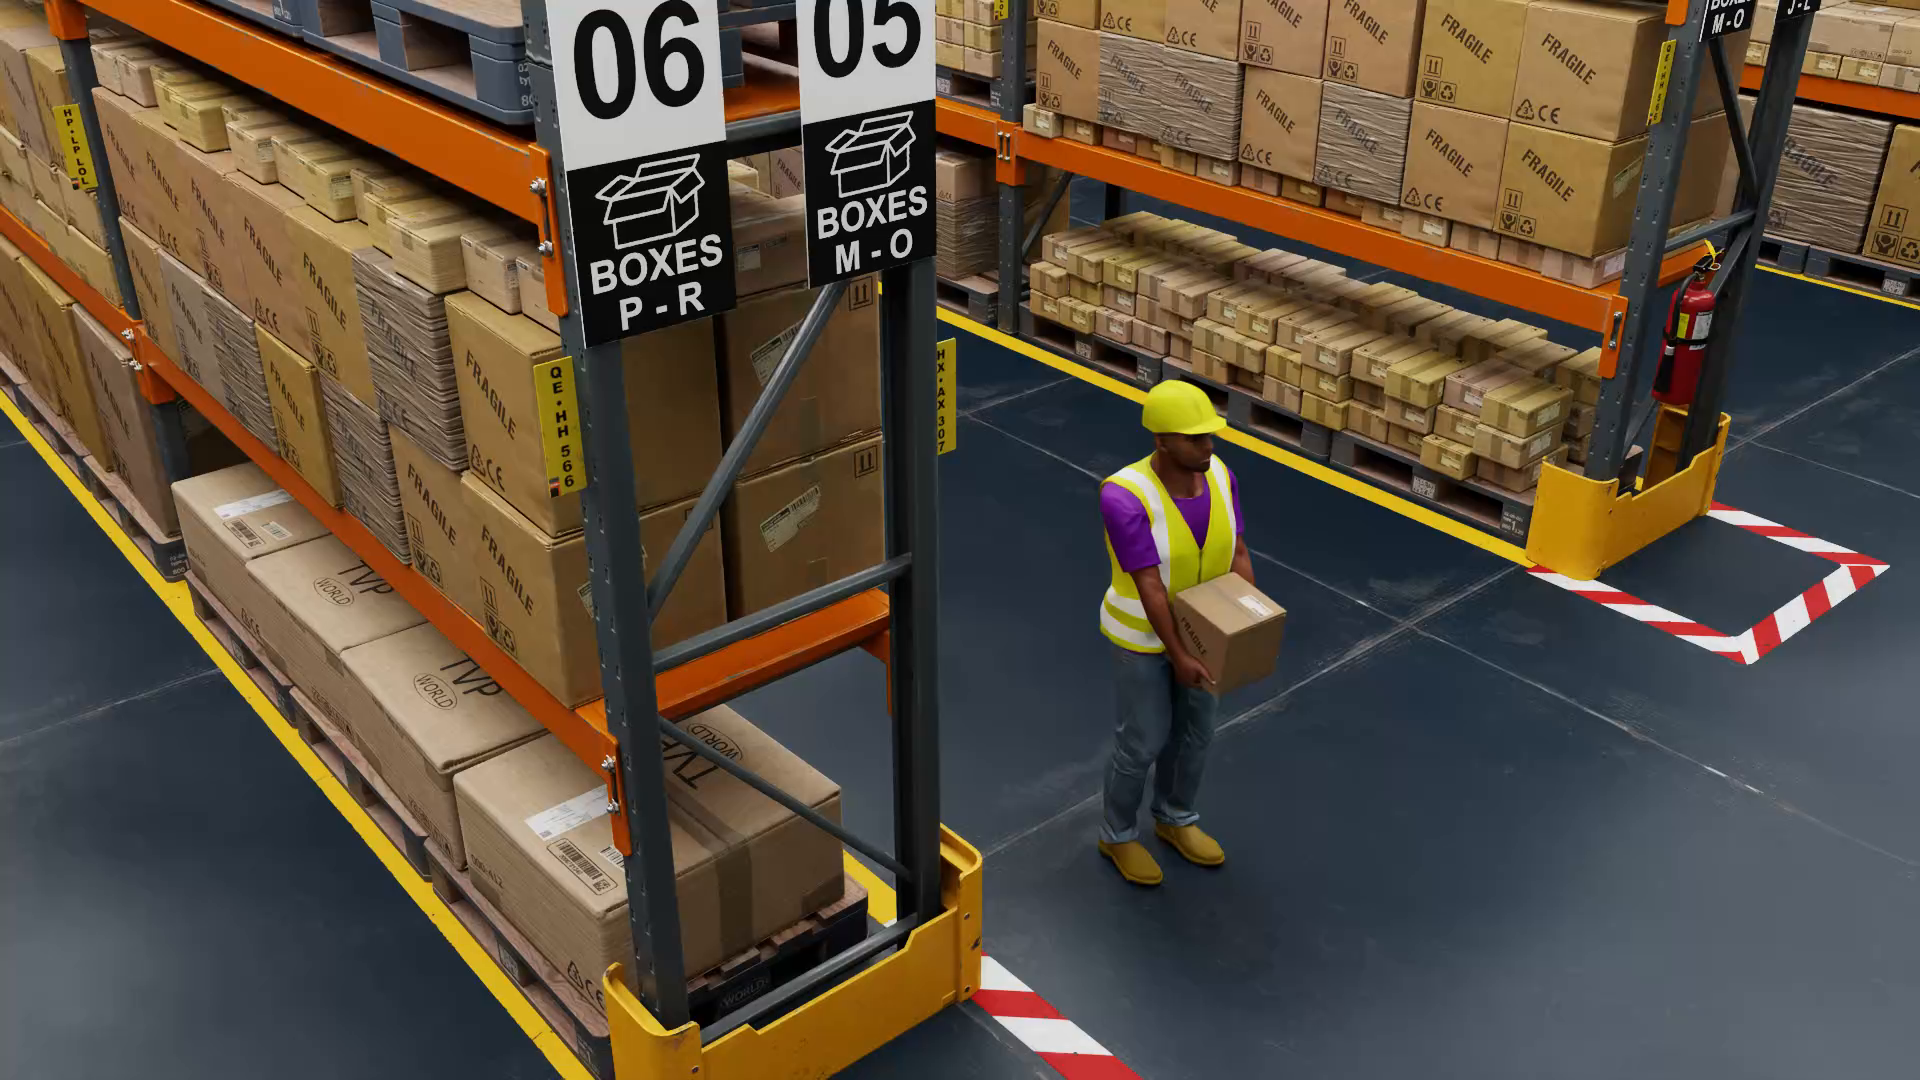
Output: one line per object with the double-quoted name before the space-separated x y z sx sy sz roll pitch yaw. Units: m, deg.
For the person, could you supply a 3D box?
"person" 0.751 0.345 5.449 0.505 1.763 0.567 -18 33 -30
